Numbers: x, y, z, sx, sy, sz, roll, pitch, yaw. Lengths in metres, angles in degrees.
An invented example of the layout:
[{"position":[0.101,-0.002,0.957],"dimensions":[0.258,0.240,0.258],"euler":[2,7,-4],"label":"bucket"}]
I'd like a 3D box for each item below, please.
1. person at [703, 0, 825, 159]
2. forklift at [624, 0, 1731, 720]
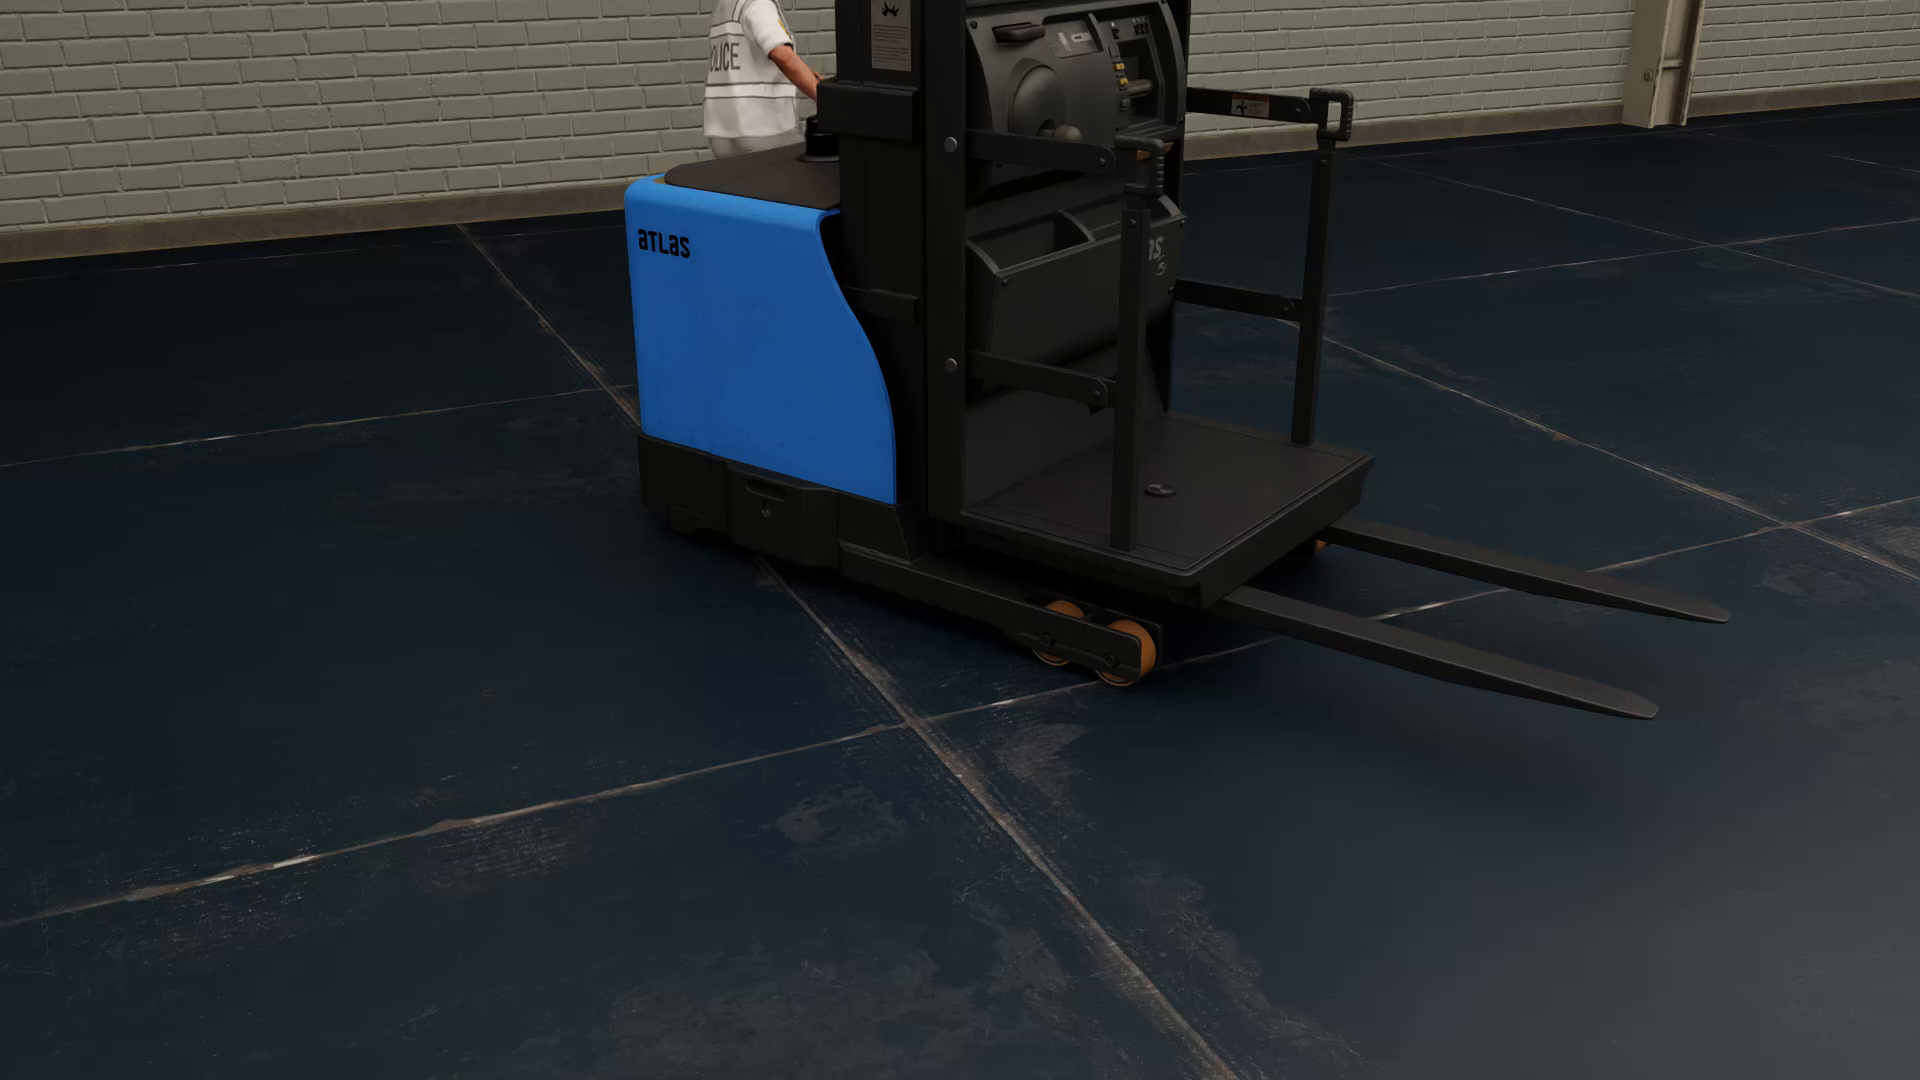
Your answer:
[{"position":[-0.775,-1.882,7.500],"dimensions":[0.862,1.646,0.819],"euler":[21,30,40],"label":"person"},{"position":[0.488,-1.213,4.206],"dimensions":[3.031,2.935,1.130],"euler":[16,27,34],"label":"forklift"}]
